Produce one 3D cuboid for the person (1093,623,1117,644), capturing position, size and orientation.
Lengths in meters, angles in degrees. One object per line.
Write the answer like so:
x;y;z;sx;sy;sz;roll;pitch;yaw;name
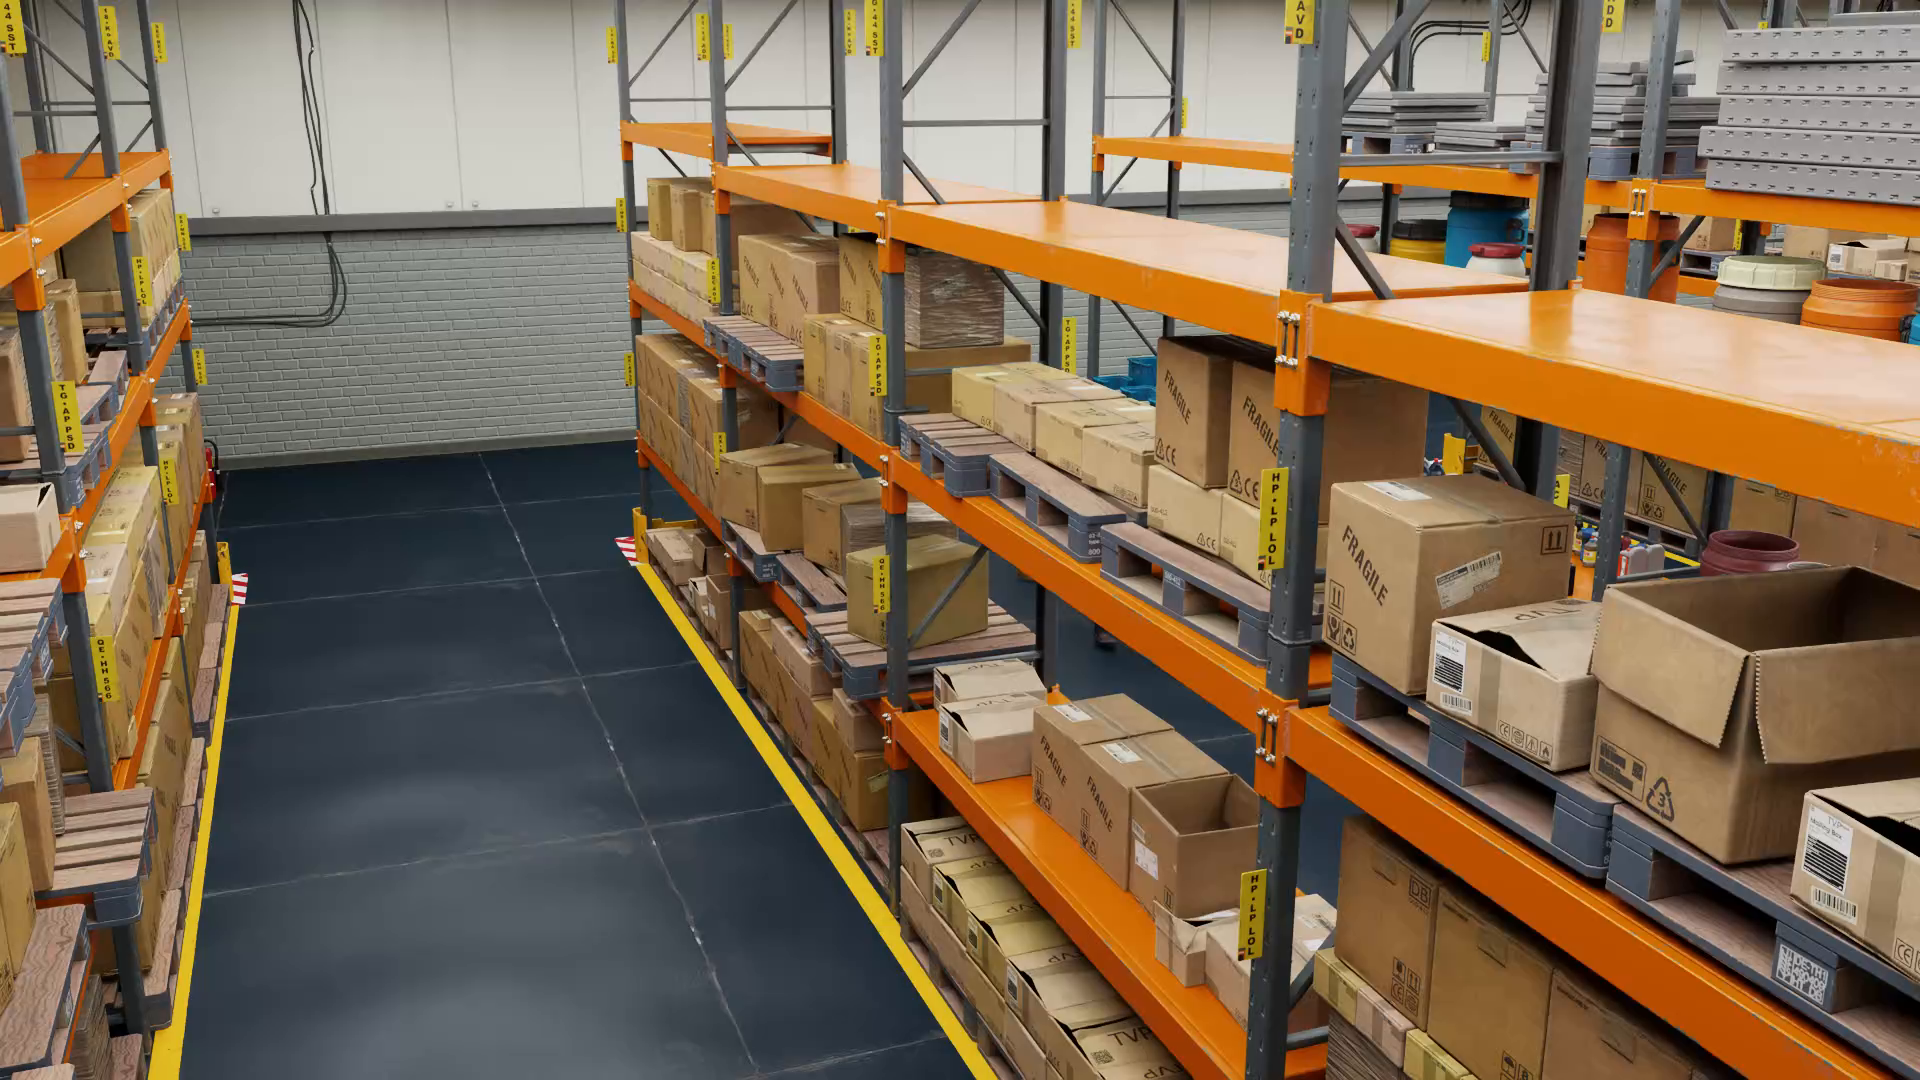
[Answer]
1.477;0.195;13.827;0.442;1.594;0.990;-9;18;-29;person
